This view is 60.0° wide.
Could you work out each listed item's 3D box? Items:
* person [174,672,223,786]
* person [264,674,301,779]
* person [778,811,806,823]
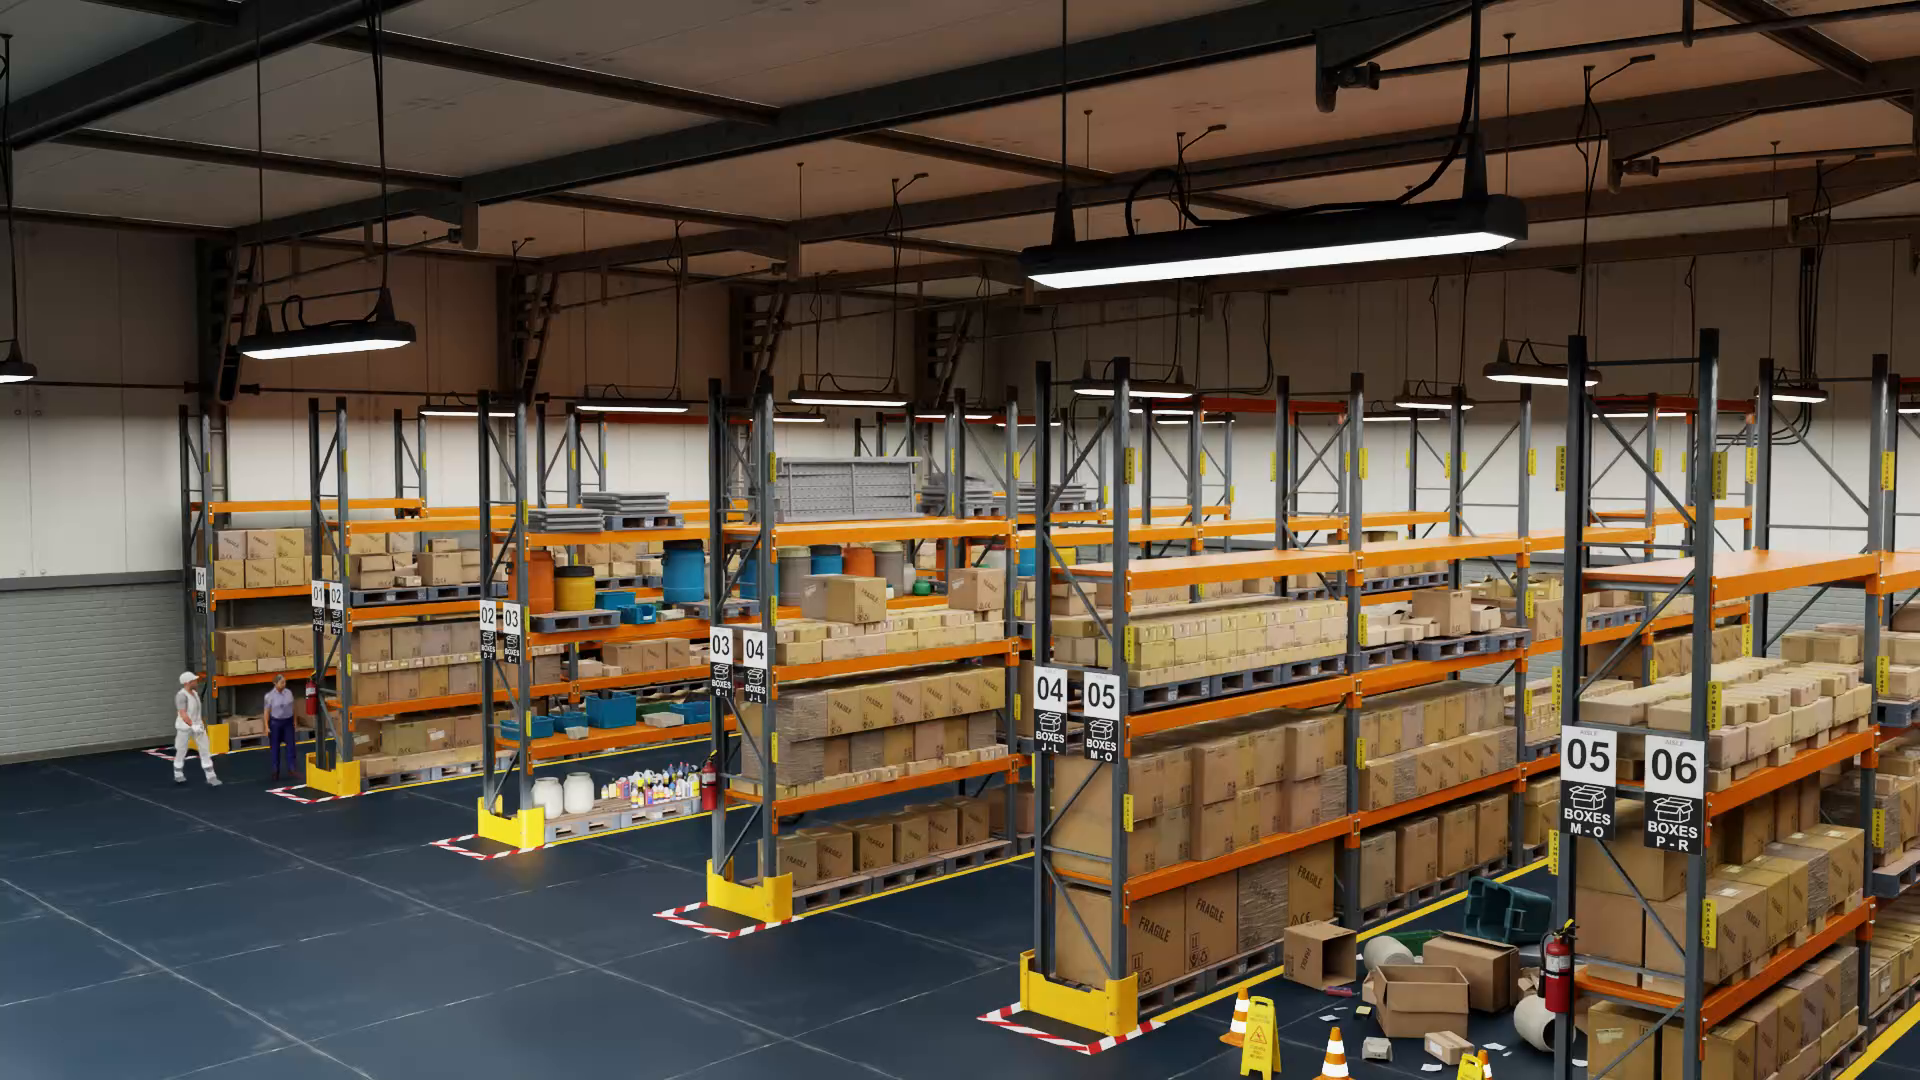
[{"bbox_3d":[-11.830,2.902,25.620,0.991,1.736,0.490,2,4,35],"label":"person"},{"bbox_3d":[-10.774,2.958,26.381,0.425,1.664,0.513,3,4,42],"label":"person"},{"bbox_3d":[-2.331,3.067,23.283,0.435,1.725,0.581,1,3,18],"label":"person"}]
